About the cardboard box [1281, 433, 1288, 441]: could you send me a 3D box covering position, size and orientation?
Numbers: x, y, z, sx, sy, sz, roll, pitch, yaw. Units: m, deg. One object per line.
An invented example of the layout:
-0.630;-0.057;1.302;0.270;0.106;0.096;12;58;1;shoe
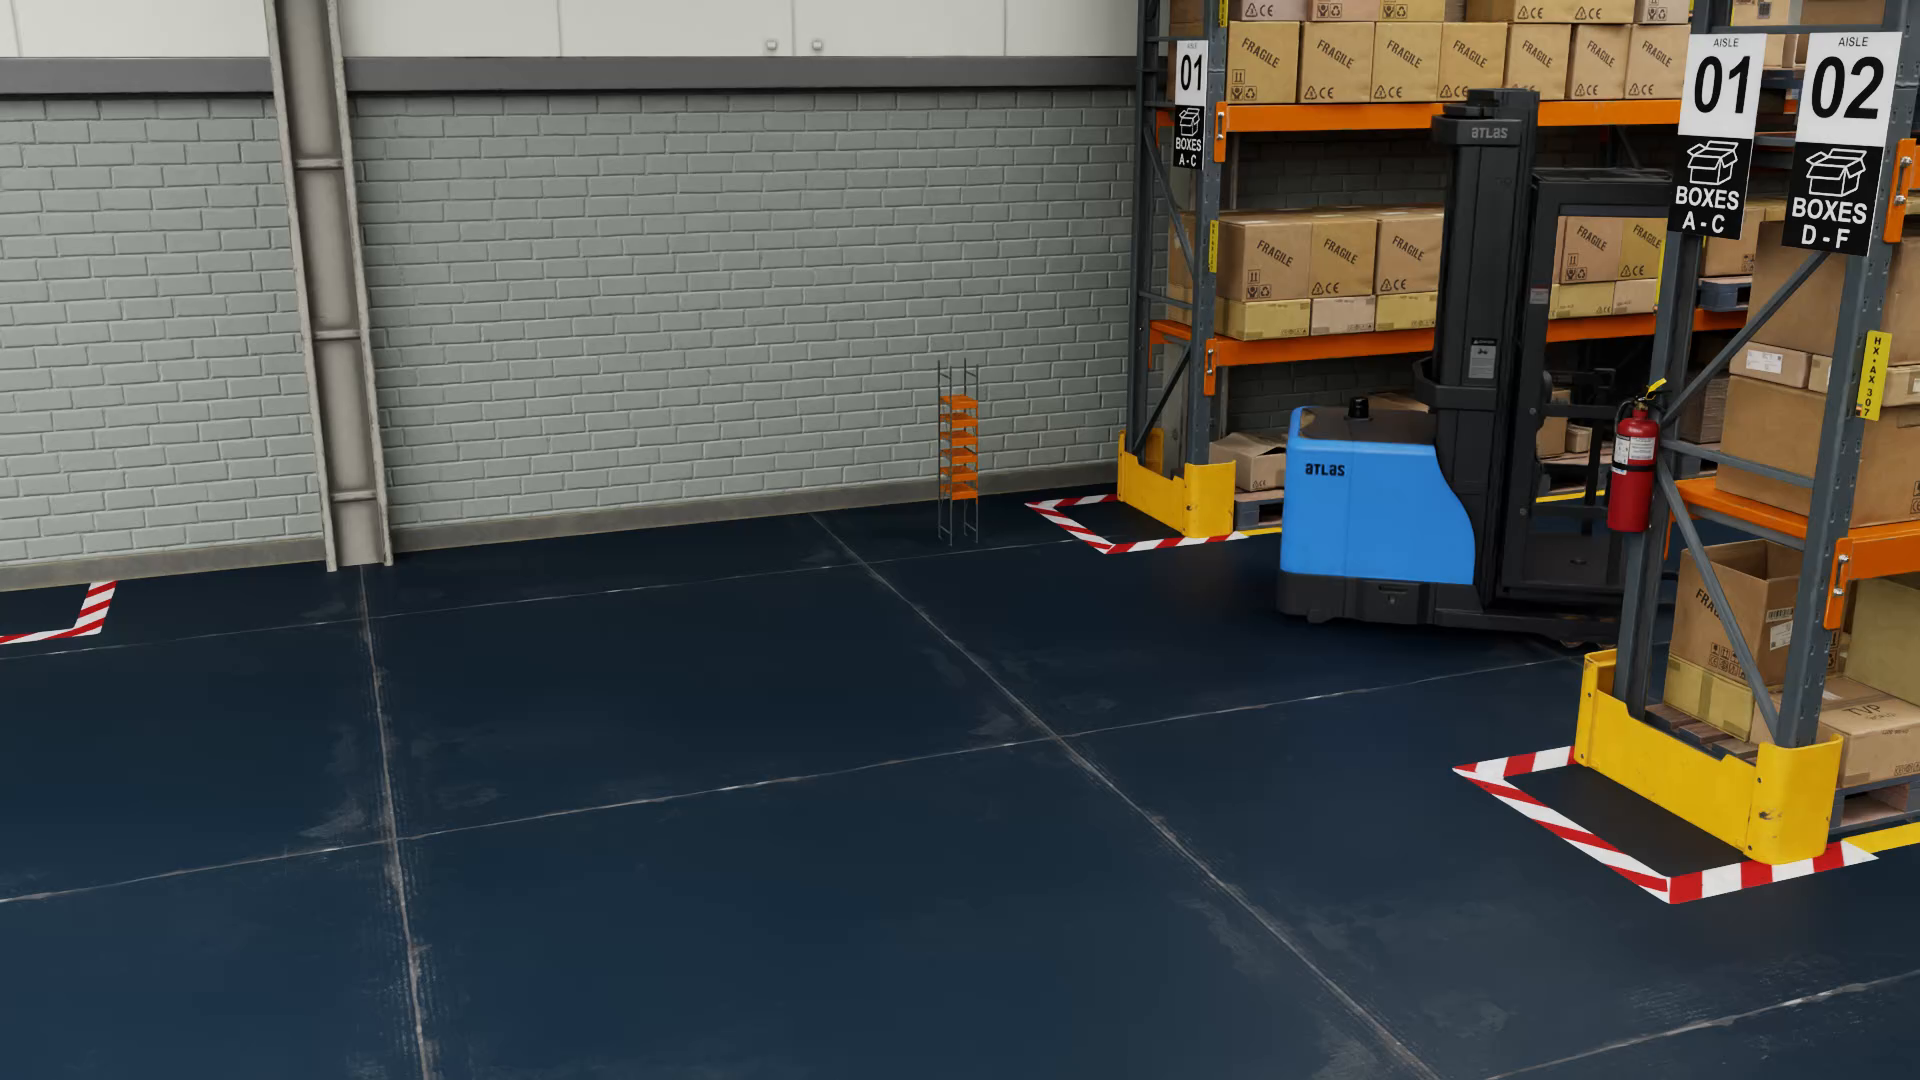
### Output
2.636;-0.632;11.918;0.500;0.311;0.500;-5;17;-15;cardboard box

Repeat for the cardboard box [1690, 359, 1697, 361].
6.306;-1.166;13.402;0.500;0.500;0.700;-7;18;-21;cardboard box

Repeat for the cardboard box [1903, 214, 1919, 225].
4.180;-1.079;6.967;0.500;0.500;0.700;-7;18;-22;cardboard box

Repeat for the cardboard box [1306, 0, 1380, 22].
2.358;-3.596;10.710;0.500;0.500;0.500;-6;18;-21;cardboard box

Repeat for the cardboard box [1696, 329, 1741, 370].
6.252;-1.506;13.228;0.500;0.250;0.500;-7;18;-21;cardboard box

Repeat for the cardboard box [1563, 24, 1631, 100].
4.300;-3.344;11.625;0.500;0.500;0.500;-8;18;-25;cardboard box

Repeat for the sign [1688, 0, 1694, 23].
3.020;-2.275;6.766;0.005;0.325;0.100;-6;17;-20;sign

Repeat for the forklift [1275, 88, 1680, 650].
3.374;-0.973;9.210;3.031;2.935;1.130;4;17;12;forklift

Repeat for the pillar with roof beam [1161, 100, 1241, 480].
3.310;-3.651;7.562;0.400;9.000;9.100;-6;17;-20;pillar with roof beam

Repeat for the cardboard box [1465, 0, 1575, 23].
3.798;-3.752;11.240;0.500;0.500;0.500;-7;18;-22;cardboard box

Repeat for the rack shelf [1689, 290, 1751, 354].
7.028;-1.867;13.410;4.000;0.370;1.077;-6;17;-20;rack shelf

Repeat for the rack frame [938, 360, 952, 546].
-0.099;-0.565;10.893;0.006;1.200;0.240;-6;17;-20;rack frame

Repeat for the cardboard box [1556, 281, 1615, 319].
4.358;-1.773;12.043;0.500;0.250;0.500;-6;17;-20;cardboard box

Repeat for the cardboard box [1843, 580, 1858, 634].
4.524;0.216;7.842;0.500;0.500;0.500;-6;17;-20;cardboard box

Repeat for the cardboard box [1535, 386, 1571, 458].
4.205;-0.907;12.520;0.500;0.500;0.500;-8;18;-24;cardboard box

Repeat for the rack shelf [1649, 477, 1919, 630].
5.069;-0.161;7.600;4.000;0.370;1.077;-6;17;-20;rack shelf

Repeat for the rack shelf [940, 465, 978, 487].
-0.014;-0.416;10.971;0.180;0.103;0.258;-6;17;-20;rack shelf

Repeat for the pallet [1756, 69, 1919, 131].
3.871;-1.766;6.621;1.213;0.211;1.003;-6;17;-20;pallet

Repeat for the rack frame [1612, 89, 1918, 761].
3.201;-0.305;6.812;0.127;3.000;1.000;-6;17;-20;rack frame

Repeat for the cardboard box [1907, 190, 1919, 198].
7.948;-2.560;13.533;0.500;0.500;0.700;-8;18;-25;cardboard box

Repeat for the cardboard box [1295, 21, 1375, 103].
2.341;-3.117;10.852;0.500;0.500;0.500;-5;17;-16;cardboard box

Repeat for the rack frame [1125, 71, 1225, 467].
1.425;-1.608;11.249;0.127;3.000;1.000;-6;17;-20;rack frame

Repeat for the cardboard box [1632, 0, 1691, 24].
4.789;-3.866;11.627;0.500;0.500;0.500;-8;18;-25;cardboard box

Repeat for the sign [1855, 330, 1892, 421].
3.394;-0.611;6.179;0.005;0.325;0.100;-6;17;-20;sign

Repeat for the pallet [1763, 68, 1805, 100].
5.775;-3.394;12.342;1.003;0.211;1.213;-6;17;-20;pallet

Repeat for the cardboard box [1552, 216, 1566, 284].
3.891;-2.079;11.756;0.500;0.500;0.500;-7;18;-22;cardboard box

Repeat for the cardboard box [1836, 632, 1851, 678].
4.059;0.628;7.771;0.500;0.250;0.500;-6;17;-20;cardboard box

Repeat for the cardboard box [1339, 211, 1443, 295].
2.928;-1.972;11.389;0.500;0.500;0.500;-7;18;-22;cardboard box

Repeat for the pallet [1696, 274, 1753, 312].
5.926;-1.958;12.781;1.213;0.211;1.003;-6;17;-20;pallet

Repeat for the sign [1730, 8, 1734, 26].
5.362;-3.556;11.643;0.005;0.325;0.100;-6;17;-20;sign

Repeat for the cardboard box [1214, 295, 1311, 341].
1.994;-1.511;11.150;0.500;0.250;0.500;-7;18;-22;cardboard box

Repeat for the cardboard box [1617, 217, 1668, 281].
4.829;-2.179;12.095;0.500;0.500;0.500;-6;17;-20;cardboard box

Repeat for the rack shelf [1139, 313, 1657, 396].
3.293;-1.464;12.037;4.000;0.370;1.077;-6;17;-20;rack shelf

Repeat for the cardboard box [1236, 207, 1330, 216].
2.263;-2.057;11.678;0.500;0.500;0.500;-6;17;-19;cardboard box

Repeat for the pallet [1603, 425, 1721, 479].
5.887;-0.752;13.284;1.213;0.211;1.003;-6;17;-20;pallet

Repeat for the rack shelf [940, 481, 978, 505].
-0.014;-0.301;11.004;0.180;0.103;0.258;-6;17;-20;rack shelf

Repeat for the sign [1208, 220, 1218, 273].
1.619;-1.880;10.641;0.005;0.325;0.100;-6;17;-20;sign

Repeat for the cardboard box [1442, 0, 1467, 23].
3.180;-3.847;11.563;0.500;0.500;0.500;-6;17;-20;cardboard box

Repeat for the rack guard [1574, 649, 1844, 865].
3.179;0.897;7.156;0.348;0.500;1.175;-6;17;-20;rack guard

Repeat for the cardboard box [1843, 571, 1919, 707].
4.248;0.407;7.193;0.500;0.500;0.500;-6;17;-20;cardboard box

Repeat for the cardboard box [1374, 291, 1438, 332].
2.952;-1.617;11.511;0.500;0.250;0.500;-6;18;-21;cardboard box

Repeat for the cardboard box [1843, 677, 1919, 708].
4.247;0.766;7.300;0.500;0.250;0.500;-6;17;-20;cardboard box

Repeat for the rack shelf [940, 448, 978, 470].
-0.014;-0.532;10.937;0.180;0.103;0.258;-6;17;-20;rack shelf

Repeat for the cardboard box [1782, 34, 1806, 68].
6.274;-3.705;12.480;0.500;0.311;0.500;-6;17;-18;cardboard box

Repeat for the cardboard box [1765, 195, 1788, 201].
6.776;-2.441;13.130;0.500;0.500;0.700;-4;17;-12;cardboard box

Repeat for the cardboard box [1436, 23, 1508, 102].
3.317;-3.230;11.237;0.500;0.500;0.500;-5;17;-17;cardboard box

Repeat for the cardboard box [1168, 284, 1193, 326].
1.792;-1.643;11.601;0.500;0.250;0.500;-6;17;-19;cardboard box

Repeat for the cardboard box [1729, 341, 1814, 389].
3.490;-0.752;7.008;0.250;0.149;0.380;-6;18;-21;cardboard box

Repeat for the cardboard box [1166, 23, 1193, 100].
1.724;-3.213;11.179;0.500;0.500;0.500;-5;17;-16;cardboard box

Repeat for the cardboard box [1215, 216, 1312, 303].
1.978;-1.874;11.056;0.500;0.500;0.500;-6;17;-20;cardboard box

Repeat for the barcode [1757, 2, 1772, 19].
3.310;-2.180;6.843;0.075;0.075;0.001;-6;17;-20;barcode

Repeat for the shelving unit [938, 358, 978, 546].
-0.014;-0.574;10.924;0.189;1.200;0.258;-6;17;-20;shelving unit

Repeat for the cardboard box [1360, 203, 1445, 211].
3.214;-2.161;12.032;0.500;0.500;0.500;-6;17;-19;cardboard box

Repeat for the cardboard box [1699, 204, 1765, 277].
5.648;-2.312;12.690;0.500;0.500;0.700;-6;17;-20;cardboard box

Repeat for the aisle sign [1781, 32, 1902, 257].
3.249;-1.465;6.148;0.004;0.787;0.394;-6;17;-20;aisle sign
